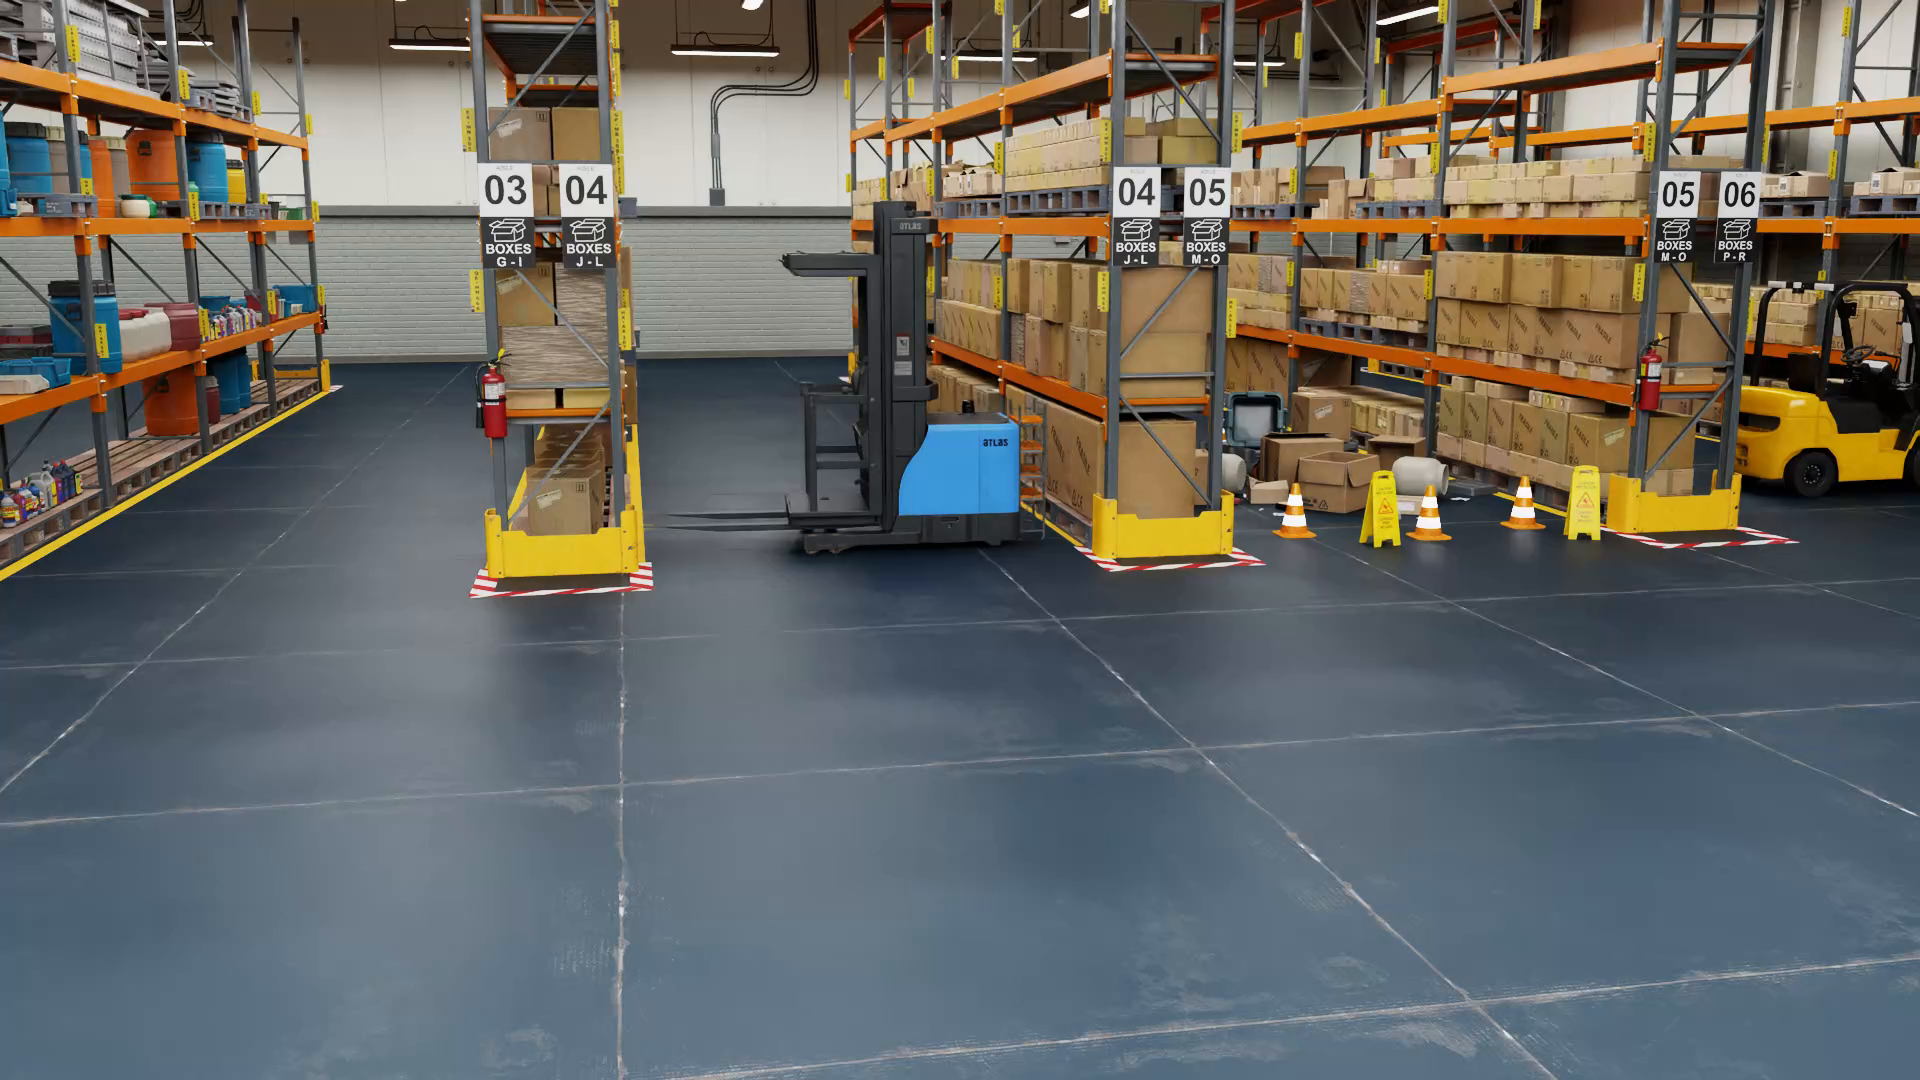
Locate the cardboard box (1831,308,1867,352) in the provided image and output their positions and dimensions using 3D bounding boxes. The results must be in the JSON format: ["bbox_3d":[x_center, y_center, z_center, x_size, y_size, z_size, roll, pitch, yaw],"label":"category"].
[{"bbox_3d":[10.472,-2.444,19.245,0.500,0.500,0.500,-2,11,-13],"label":"cardboard box"}]

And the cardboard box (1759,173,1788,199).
[{"bbox_3d":[10.112,-4.435,20.801,0.500,0.311,0.500,-3,11,-13],"label":"cardboard box"}]

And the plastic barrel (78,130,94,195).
[{"bbox_3d":[-9.372,-3.809,17.322,0.600,0.901,0.708,-2,11,-11],"label":"plastic barrel"}]

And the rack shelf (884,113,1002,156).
[{"bbox_3d":[-0.230,-5.603,23.062,1.077,0.370,4.000,-2,11,-11],"label":"rack shelf"}]

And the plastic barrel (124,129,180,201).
[{"bbox_3d":[-9.691,-4.492,19.982,0.600,0.830,0.708,-2,11,-11],"label":"plastic barrel"}]

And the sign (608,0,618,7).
[{"bbox_3d":[-3.412,-5.405,16.316,0.100,0.325,0.005,-2,11,-11],"label":"sign"}]

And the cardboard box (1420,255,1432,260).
[{"bbox_3d":[8.423,-4.759,29.277,0.500,0.500,0.500,-2,11,-10],"label":"cardboard box"}]

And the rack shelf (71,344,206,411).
[{"bbox_3d":[-9.195,-1.777,17.934,1.077,0.370,4.000,-2,11,-11],"label":"rack shelf"}]

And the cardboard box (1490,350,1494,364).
[{"bbox_3d":[5.798,-1.925,17.459,0.380,0.149,0.250,-2,11,-11],"label":"cardboard box"}]

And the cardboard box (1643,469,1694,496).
[{"bbox_3d":[6.665,-0.584,15.973,0.500,0.250,0.500,-2,11,-11],"label":"cardboard box"}]

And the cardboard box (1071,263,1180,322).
[{"bbox_3d":[1.508,-2.251,15.210,0.875,0.550,0.550,-2,11,-11],"label":"cardboard box"}]

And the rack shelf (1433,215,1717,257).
[{"bbox_3d":[6.162,-3.057,16.639,1.077,0.370,4.000,-2,11,-11],"label":"rack shelf"}]

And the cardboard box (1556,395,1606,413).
[{"bbox_3d":[6.002,-1.315,16.075,0.380,0.149,0.250,-2,11,-9],"label":"cardboard box"}]

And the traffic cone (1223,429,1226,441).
[{"bbox_3d":[3.121,-1.251,20.033,0.336,0.463,0.334,-2,11,-11],"label":"traffic cone"}]

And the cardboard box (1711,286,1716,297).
[{"bbox_3d":[10.043,-3.237,21.679,0.380,0.149,0.250,-2,11,-11],"label":"cardboard box"}]

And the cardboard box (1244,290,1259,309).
[{"bbox_3d":[4.429,-3.476,24.002,0.500,0.250,0.500,-2,11,-12],"label":"cardboard box"}]

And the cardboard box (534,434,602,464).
[{"bbox_3d":[-3.790,-0.742,16.137,0.500,0.500,0.500,1,11,7],"label":"cardboard box"}]

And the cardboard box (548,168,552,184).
[{"bbox_3d":[-3.624,-3.039,13.951,0.380,0.149,0.250,-2,11,-10],"label":"cardboard box"}]

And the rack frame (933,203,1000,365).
[{"bbox_3d":[0.159,-2.839,21.591,1.000,3.000,0.127,-2,11,-11],"label":"rack frame"}]

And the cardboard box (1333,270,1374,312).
[{"bbox_3d":[5.074,-3.156,21.069,0.500,0.500,0.500,-2,11,-10],"label":"cardboard box"}]

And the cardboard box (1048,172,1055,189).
[{"bbox_3d":[1.022,-3.306,15.302,0.380,0.149,0.250,-2,11,-10],"label":"cardboard box"}]

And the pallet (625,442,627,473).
[{"bbox_3d":[-4.341,-0.941,19.075,1.003,0.211,1.213,-2,11,-11],"label":"pallet"}]

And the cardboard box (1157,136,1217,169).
[{"bbox_3d":[1.873,-3.271,14.053,0.500,0.250,0.500,-2,11,-11],"label":"cardboard box"}]

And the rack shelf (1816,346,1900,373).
[{"bbox_3d":[11.030,-1.765,17.872,1.077,0.370,4.000,-2,11,-11],"label":"rack shelf"}]

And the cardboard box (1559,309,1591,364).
[{"bbox_3d":[6.082,-1.947,15.842,0.500,0.500,0.500,-2,11,-11],"label":"cardboard box"}]

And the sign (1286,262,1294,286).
[{"bbox_3d":[4.451,-3.586,22.417,0.100,0.325,0.005,-2,11,-11],"label":"sign"}]

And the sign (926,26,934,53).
[{"bbox_3d":[-0.371,-6.262,20.822,0.100,0.325,0.005,-2,11,-11],"label":"sign"}]

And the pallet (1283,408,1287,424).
[{"bbox_3d":[4.916,-1.815,23.669,1.003,0.211,1.213,-2,11,-11],"label":"pallet"}]

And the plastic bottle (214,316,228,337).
[{"bbox_3d":[-9.621,-2.782,21.621,0.152,0.276,0.135,-2,11,-11],"label":"plastic bottle"}]

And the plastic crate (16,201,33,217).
[{"bbox_3d":[-8.097,-2.828,14.215,0.243,0.136,0.396,-2,11,-11],"label":"plastic crate"}]

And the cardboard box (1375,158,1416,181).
[{"bbox_3d":[5.315,-4.444,19.940,0.500,0.250,0.500,-2,11,-10],"label":"cardboard box"}]

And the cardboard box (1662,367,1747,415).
[{"bbox_3d":[10.106,-2.024,22.537,0.875,0.625,0.625,-2,11,-9],"label":"cardboard box"}]

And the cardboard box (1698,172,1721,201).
[{"bbox_3d":[6.715,-3.218,15.166,0.500,0.250,0.500,-2,11,-12],"label":"cardboard box"}]

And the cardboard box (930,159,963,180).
[{"bbox_3d":[-0.174,-4.803,21.570,0.396,0.266,0.258,-2,11,-11],"label":"cardboard box"}]

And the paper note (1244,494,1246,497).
[{"bbox_3d":[2.996,-0.461,17.056,0.172,0.023,0.155,2,11,9],"label":"paper note"}]

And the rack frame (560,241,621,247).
[{"bbox_3d":[-6.282,-4.145,28.449,1.000,3.000,0.127,-2,11,-11],"label":"rack frame"}]

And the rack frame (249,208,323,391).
[{"bbox_3d":[-11.140,-3.964,27.503,1.000,3.000,0.127,-2,11,-11],"label":"rack frame"}]

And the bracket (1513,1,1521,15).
[{"bbox_3d":[9.405,-8.892,27.718,0.235,0.232,0.430,-2,11,-11],"label":"bracket"}]

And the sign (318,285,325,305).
[{"bbox_3d":[-10.603,-4.068,27.609,0.100,0.325,0.005,-2,11,-11],"label":"sign"}]

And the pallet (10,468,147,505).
[{"bbox_3d":[-8.997,-0.536,16.950,1.003,0.211,1.213,-2,11,-11],"label":"pallet"}]

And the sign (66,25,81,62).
[{"bbox_3d":[-8.264,-4.626,15.493,0.100,0.325,0.005,-2,11,-11],"label":"sign"}]

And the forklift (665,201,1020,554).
[{"bbox_3d":[-1.036,-1.428,14.361,3.031,2.935,1.130,-1,11,-7],"label":"forklift"}]

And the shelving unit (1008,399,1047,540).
[{"bbox_3d":[0.597,-0.635,14.823,0.258,1.200,0.503,-2,11,-8],"label":"shelving unit"}]

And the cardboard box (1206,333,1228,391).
[{"bbox_3d":[4.416,-2.823,26.066,0.875,0.875,0.875,-2,11,-9],"label":"cardboard box"}]

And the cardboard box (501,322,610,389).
[{"bbox_3d":[-3.250,-1.507,13.530,0.875,0.500,0.500,-2,11,-11],"label":"cardboard box"}]

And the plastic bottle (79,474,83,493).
[{"bbox_3d":[-8.430,-0.550,15.870,0.097,0.201,0.097,0,11,0],"label":"plastic bottle"}]

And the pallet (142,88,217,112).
[{"bbox_3d":[-9.694,-5.288,19.989,1.213,0.211,1.003,-2,11,-11],"label":"pallet"}]

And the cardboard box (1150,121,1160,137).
[{"bbox_3d":[1.865,-3.535,14.372,0.380,0.149,0.250,-2,11,-12],"label":"cardboard box"}]

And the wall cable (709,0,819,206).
[{"bbox_3d":[-4.000,-9.834,33.695,2.277,5.999,0.120,-2,11,-11],"label":"wall cable"}]

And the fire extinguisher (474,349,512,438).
[{"bbox_3d":[-3.599,-1.134,12.841,0.296,0.674,0.183,-2,11,-11],"label":"fire extinguisher"}]

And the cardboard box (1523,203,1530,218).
[{"bbox_3d":[5.893,-3.305,16.687,0.380,0.149,0.250,-2,11,-11],"label":"cardboard box"}]

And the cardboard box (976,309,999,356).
[{"bbox_3d":[0.475,-2.333,18.666,0.500,0.500,0.500,-2,11,-12],"label":"cardboard box"}]

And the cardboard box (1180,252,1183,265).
[{"bbox_3d":[3.855,-4.388,26.788,0.500,0.500,0.500,-2,11,-11],"label":"cardboard box"}]

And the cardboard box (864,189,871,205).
[{"bbox_3d":[-1.277,-5.580,27.035,0.500,0.250,0.500,-3,11,-13],"label":"cardboard box"}]
